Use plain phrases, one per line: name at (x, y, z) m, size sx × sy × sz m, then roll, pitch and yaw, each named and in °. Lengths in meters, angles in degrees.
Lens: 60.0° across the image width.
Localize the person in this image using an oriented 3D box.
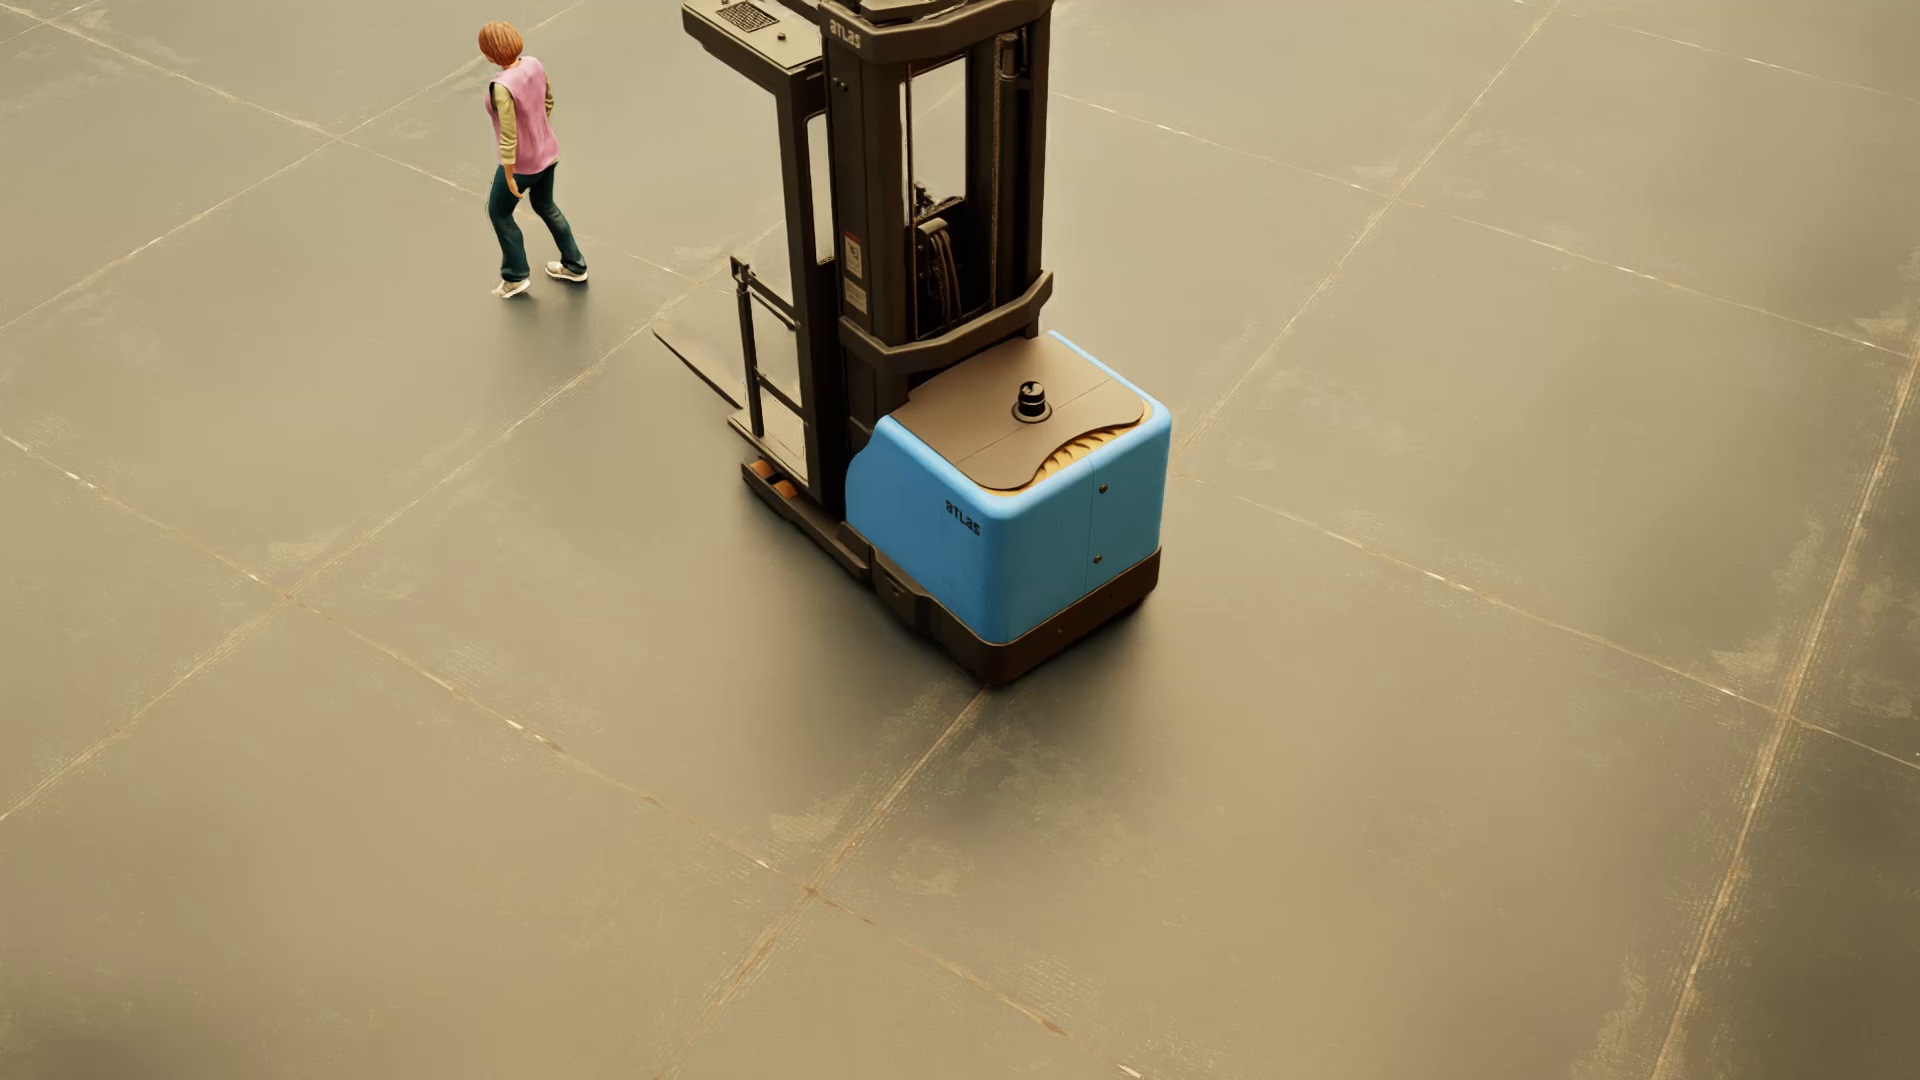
person at (-2.377, -2.049, 9.039) m, size 0.488 × 1.615 × 0.510 m, roll 15°, pitch 46°, yaw 16°

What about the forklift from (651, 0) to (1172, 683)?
forklift at (-0.419, -1.389, 7.313) m, size 1.130 × 2.935 × 3.031 m, roll -30°, pitch 51°, yaw -28°
